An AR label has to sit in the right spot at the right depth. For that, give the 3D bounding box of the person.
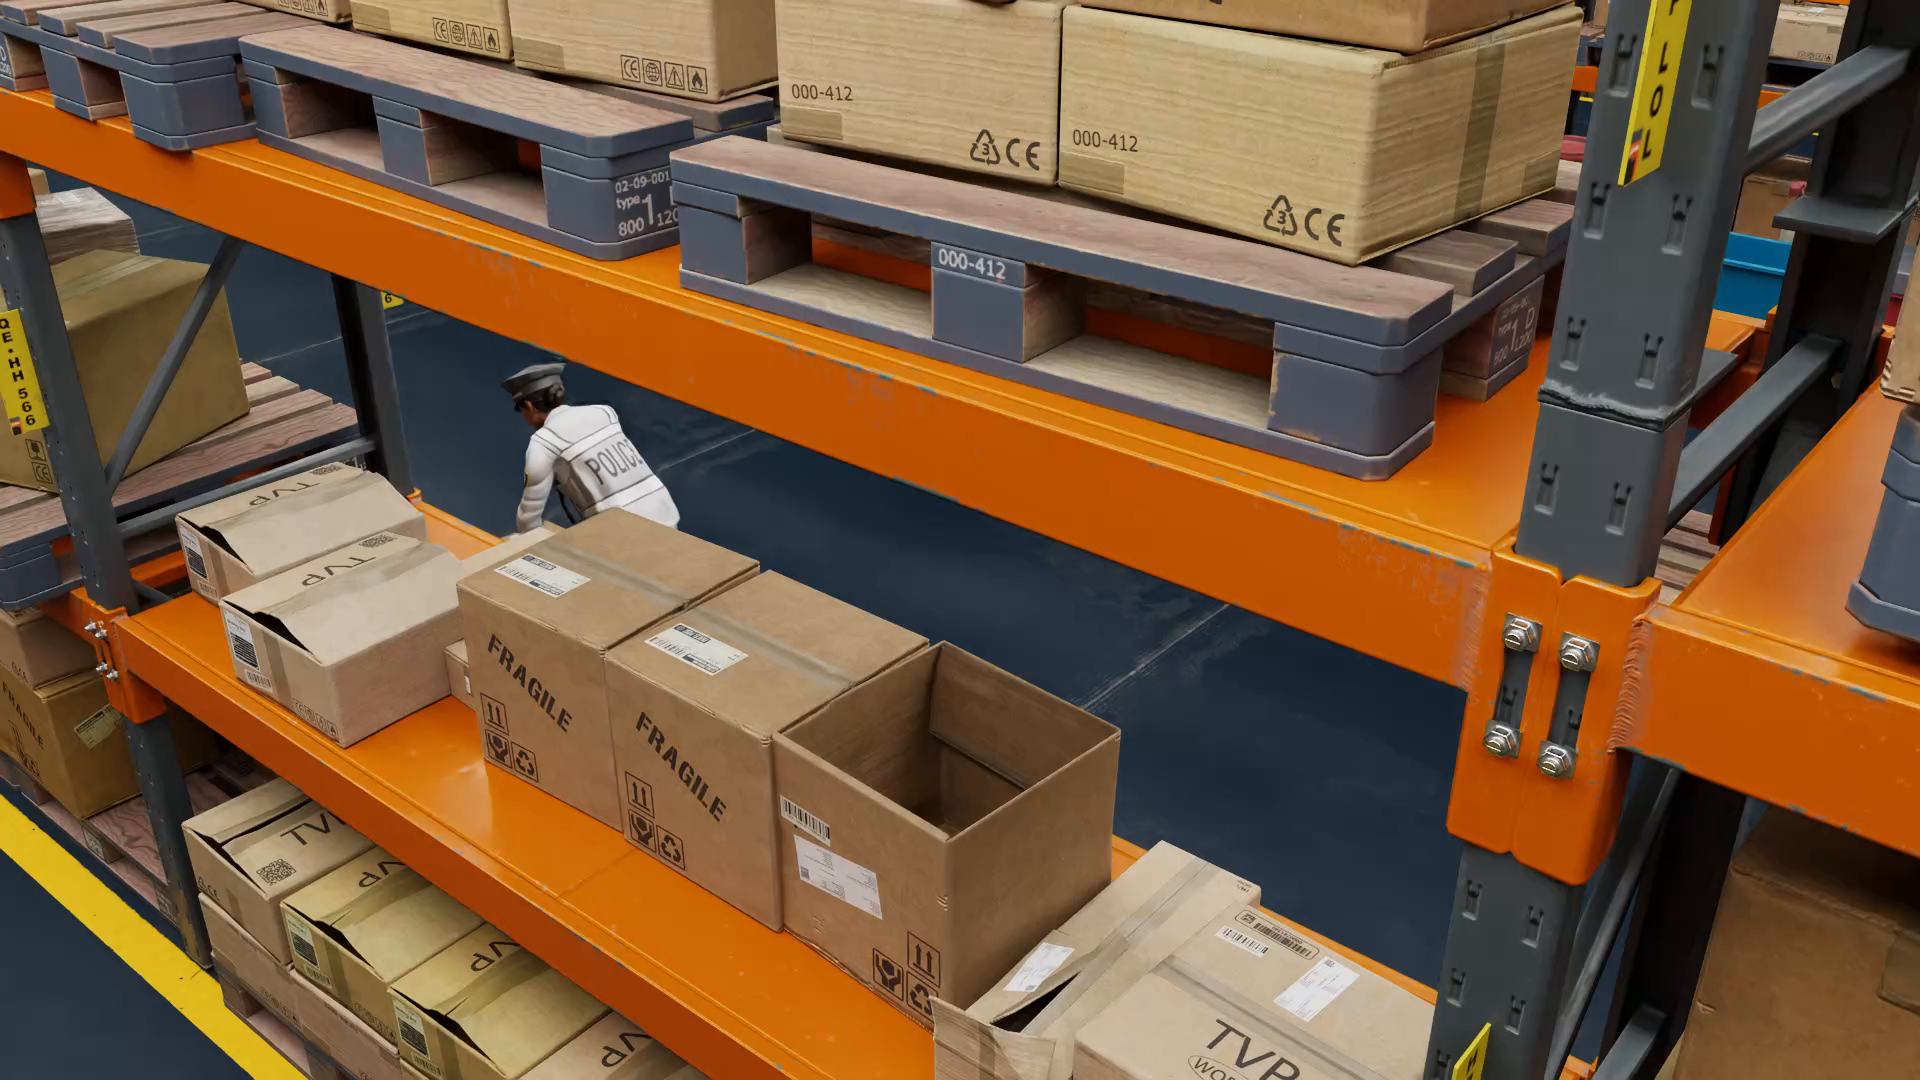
[{"bbox_3d":[-1.472,-0.050,6.624,0.749,1.294,0.534,21,34,34],"label":"person"}]
